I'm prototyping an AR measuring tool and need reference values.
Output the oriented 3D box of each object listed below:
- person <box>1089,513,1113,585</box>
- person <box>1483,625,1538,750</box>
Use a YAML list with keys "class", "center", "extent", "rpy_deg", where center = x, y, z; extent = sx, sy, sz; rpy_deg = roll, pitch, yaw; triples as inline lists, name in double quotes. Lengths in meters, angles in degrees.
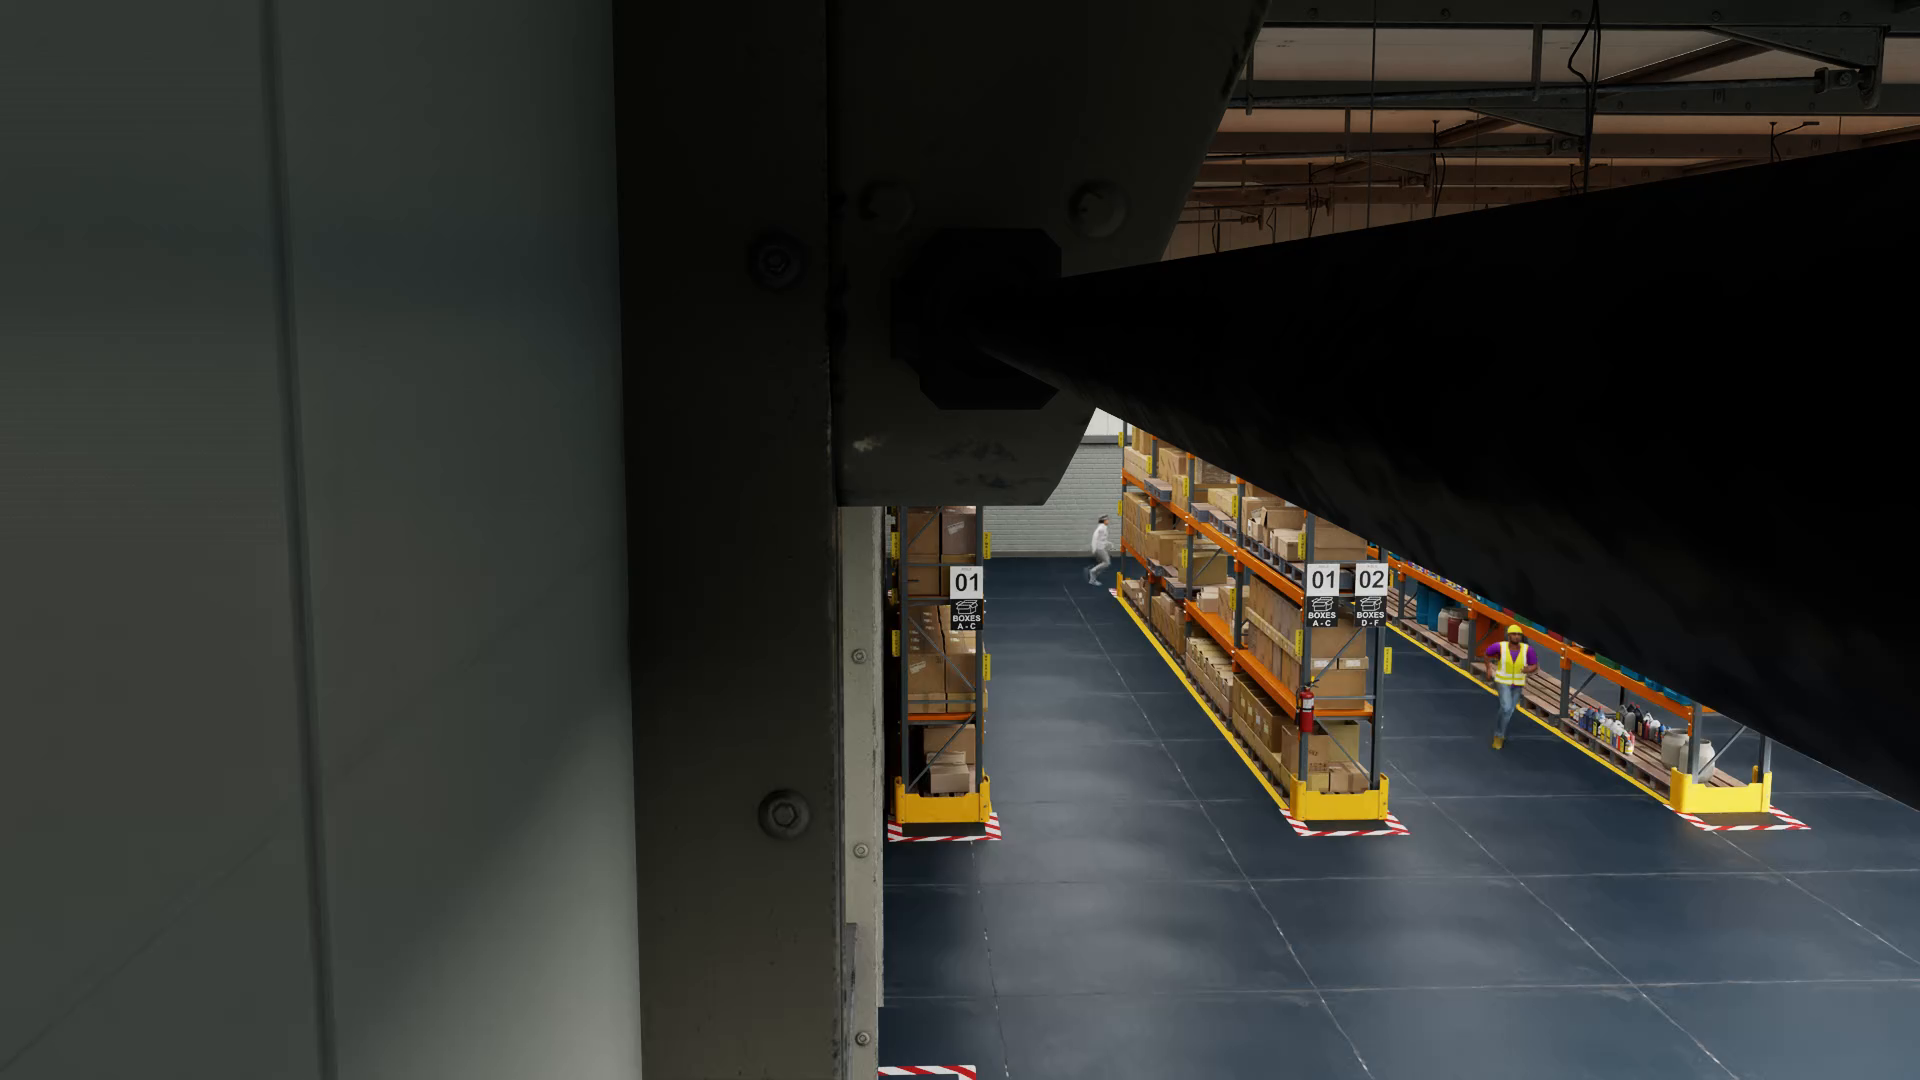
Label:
- class: "person"
  center: [3.224, 0.201, 37.901]
  extent: [0.561, 1.628, 0.615]
  rpy_deg: [0, 8, -1]
- class: "person"
  center: [7.959, 2.105, 24.017]
  extent: [0.696, 1.815, 0.700]
  rpy_deg: [0, 8, 0]
